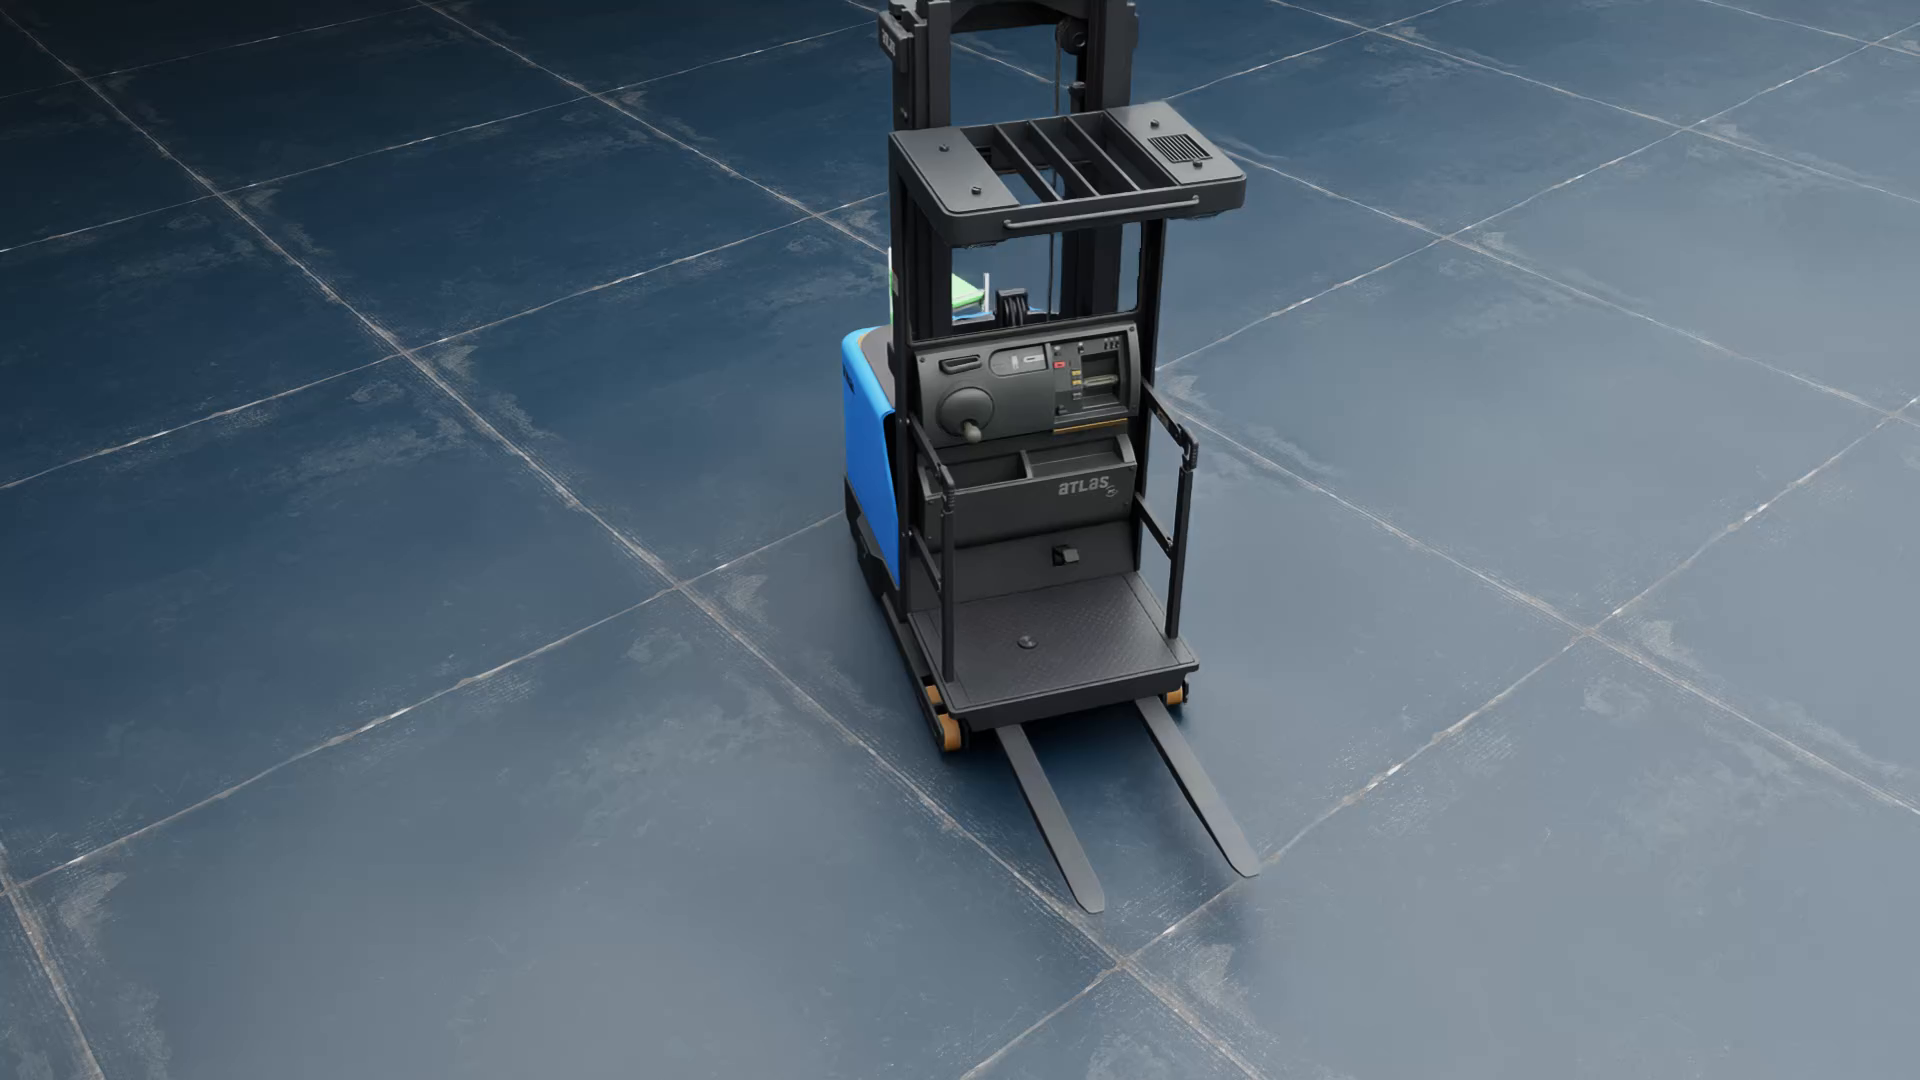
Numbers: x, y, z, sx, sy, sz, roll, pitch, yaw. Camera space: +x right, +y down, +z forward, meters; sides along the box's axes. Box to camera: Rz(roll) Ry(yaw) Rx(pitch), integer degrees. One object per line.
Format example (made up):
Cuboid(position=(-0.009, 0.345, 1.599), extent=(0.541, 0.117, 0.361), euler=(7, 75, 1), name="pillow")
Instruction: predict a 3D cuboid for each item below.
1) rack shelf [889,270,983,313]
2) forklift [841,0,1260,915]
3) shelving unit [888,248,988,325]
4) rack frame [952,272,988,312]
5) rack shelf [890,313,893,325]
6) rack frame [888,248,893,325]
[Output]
Cuboid(position=(-0.109, -1.210, 8.201), extent=(0.258, 0.148, 0.480), euler=(-23, 41, -29), name="rack shelf")
Cuboid(position=(0.346, -0.564, 6.510), extent=(1.130, 2.935, 3.031), euler=(-10, 37, -14), name="forklift")
Cuboid(position=(-0.109, -0.871, 8.442), extent=(0.258, 1.200, 0.503), euler=(-23, 41, -29), name="shelving unit")
Cuboid(position=(0.034, -0.757, 8.280), extent=(0.240, 1.200, 0.015), euler=(-23, 41, -29), name="rack frame")
Cuboid(position=(-0.109, -1.015, 8.340), extent=(0.258, 0.148, 0.480), euler=(-23, 41, -29), name="rack shelf")
Cuboid(position=(-0.252, -0.985, 8.603), extent=(0.240, 1.200, 0.015), euler=(-23, 41, -29), name="rack frame")
